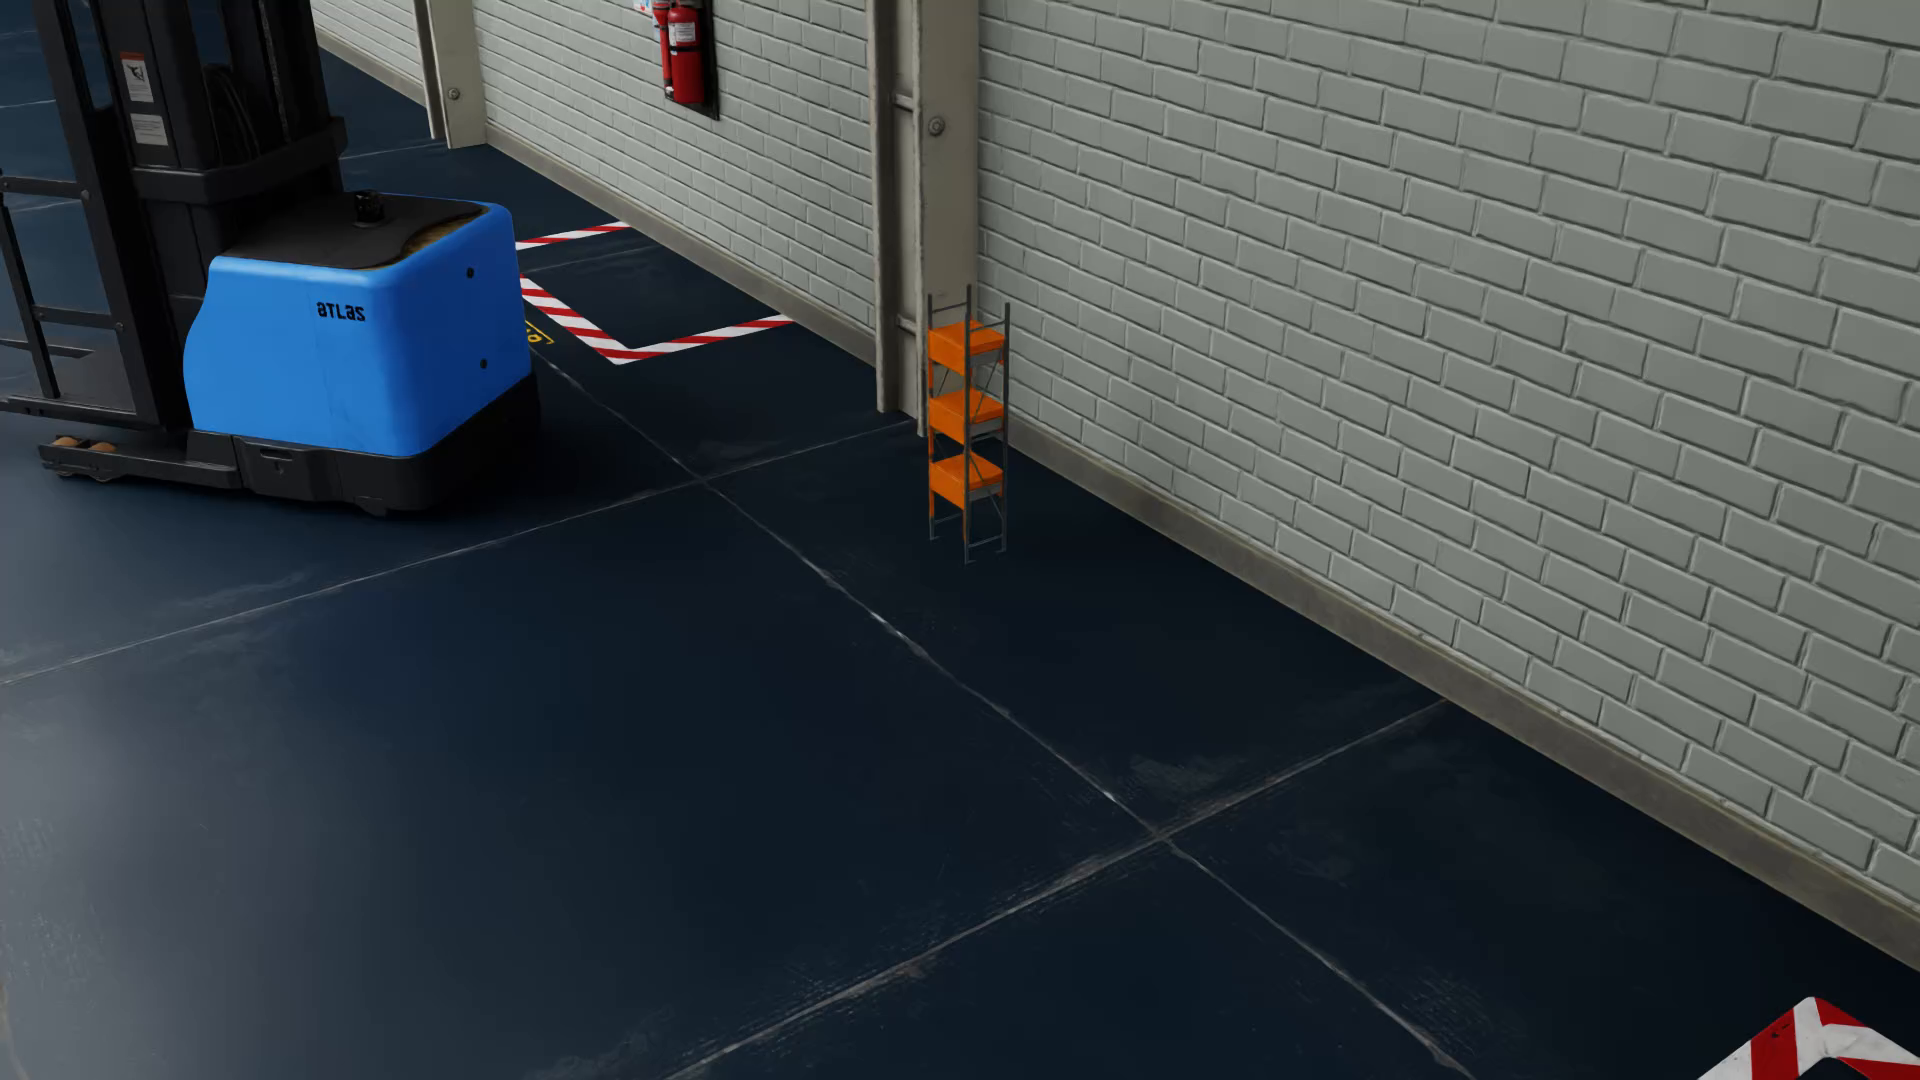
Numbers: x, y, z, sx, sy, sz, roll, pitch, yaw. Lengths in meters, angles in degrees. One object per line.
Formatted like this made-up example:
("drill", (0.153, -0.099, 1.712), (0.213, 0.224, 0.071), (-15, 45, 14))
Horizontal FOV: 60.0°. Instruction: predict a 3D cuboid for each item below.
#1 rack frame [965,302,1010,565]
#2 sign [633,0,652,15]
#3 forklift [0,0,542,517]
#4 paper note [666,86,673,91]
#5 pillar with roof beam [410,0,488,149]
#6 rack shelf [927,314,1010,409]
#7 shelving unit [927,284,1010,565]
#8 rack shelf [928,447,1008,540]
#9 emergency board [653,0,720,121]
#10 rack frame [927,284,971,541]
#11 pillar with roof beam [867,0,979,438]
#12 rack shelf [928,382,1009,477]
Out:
("rack frame", (0.102, -0.393, 6.374), (0.200, 1.050, 0.008), (-19, 34, -31))
("sign", (-1.795, -3.135, 9.342), (0.001, 0.329, 0.234), (-19, 34, -31))
("forklift", (-3.492, -1.773, 6.943), (3.031, 2.935, 1.130), (8, 29, 14))
("paper note", (-1.605, -2.577, 9.274), (0.016, 0.148, 0.142), (-19, 34, -31))
("pillar with roof beam", (-7.143, -5.682, 7.783), (9.100, 9.000, 0.400), (-19, 34, -31))
("rack shelf", (0.031, -0.681, 6.331), (0.215, 0.259, 0.240), (-19, 34, -31))
("shelving unit", (0.031, -0.441, 6.461), (0.215, 1.050, 0.252), (-19, 34, -31))
("rack shelf", (0.031, -0.187, 6.599), (0.215, 0.259, 0.240), (-19, 34, -31))
("emergency board", (-1.558, -2.876, 8.902), (0.194, 1.169, 0.643), (-19, 34, -31))
("rack frame", (-0.040, -0.488, 6.548), (0.200, 1.050, 0.008), (-19, 34, -31))
("pillar with roof beam", (-3.663, -3.349, 3.488), (9.100, 9.000, 0.400), (-19, 34, -31))
("rack shelf", (0.031, -0.431, 6.466), (0.215, 0.259, 0.240), (-19, 34, -31))
